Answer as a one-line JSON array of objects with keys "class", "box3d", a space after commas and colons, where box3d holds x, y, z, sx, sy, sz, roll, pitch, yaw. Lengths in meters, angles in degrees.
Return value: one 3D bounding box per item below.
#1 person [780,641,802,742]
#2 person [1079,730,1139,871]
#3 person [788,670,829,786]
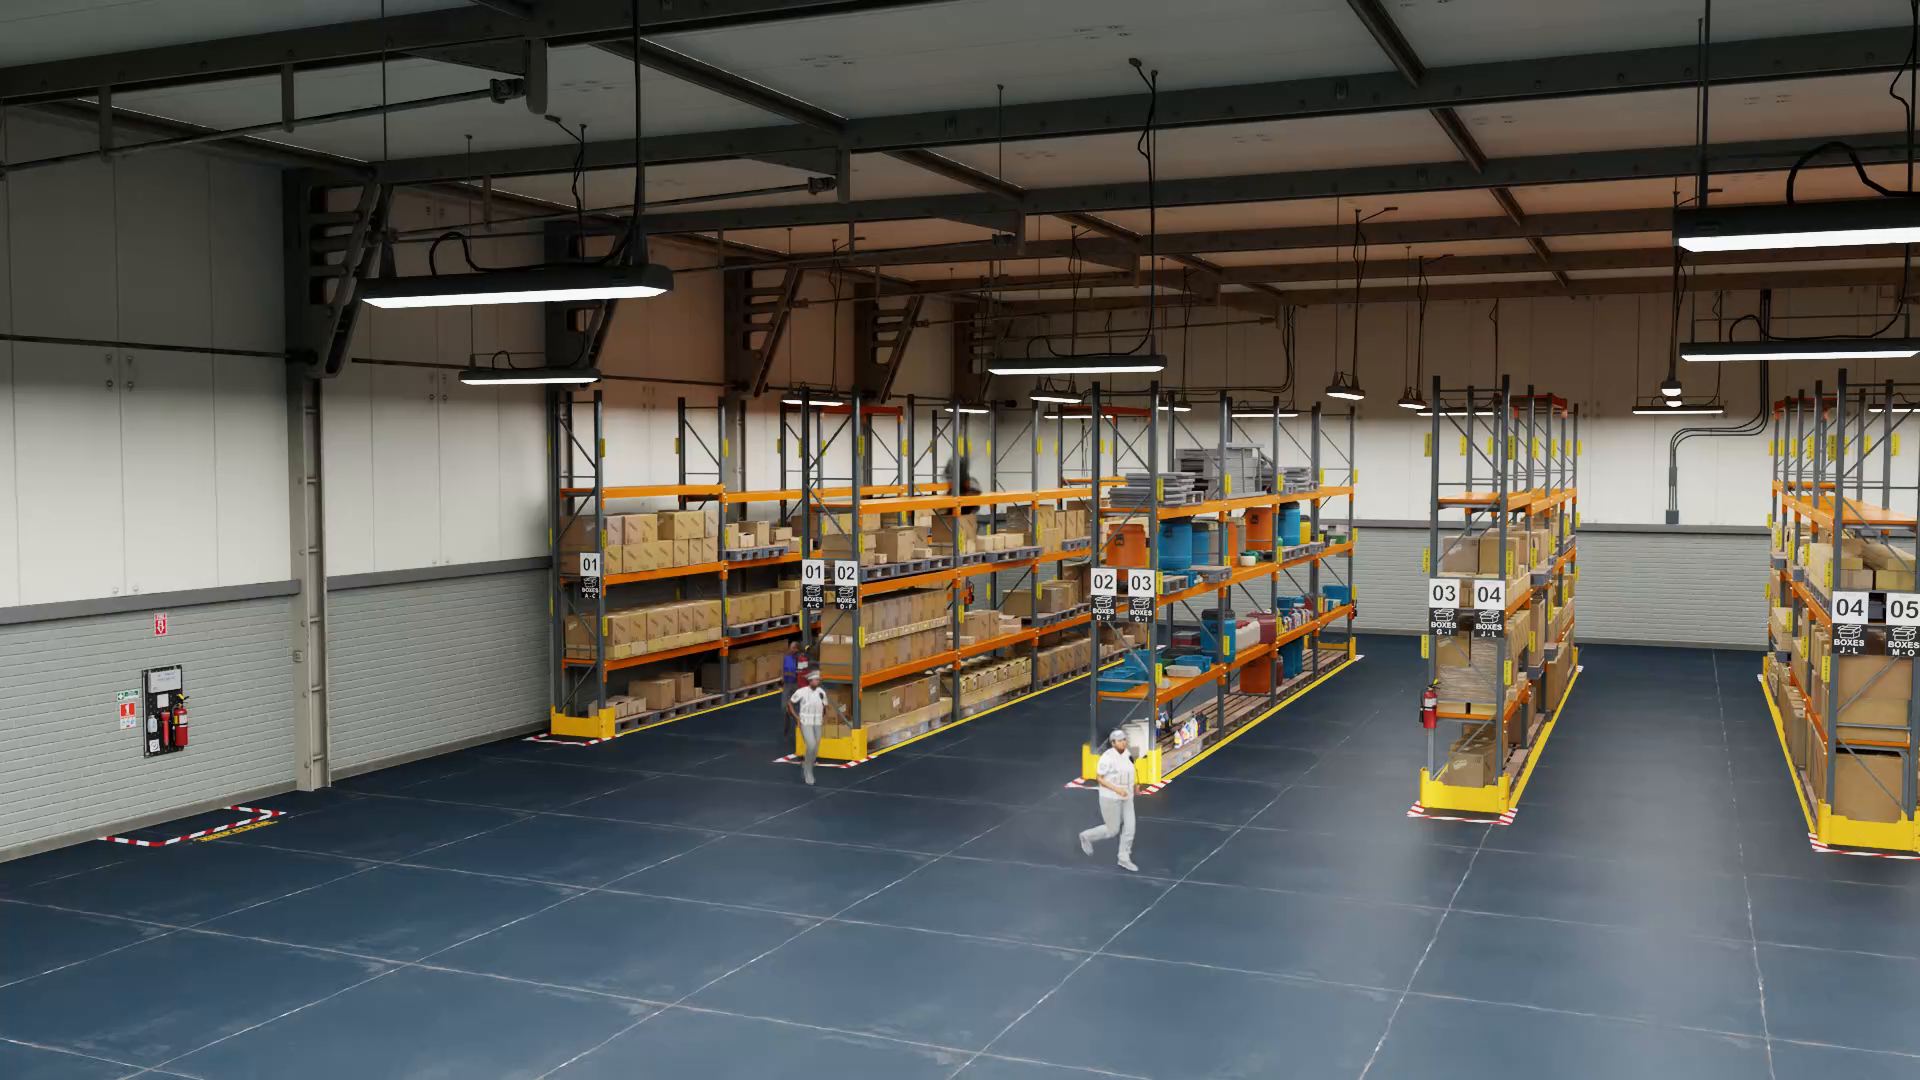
[{"class": "person", "box3d": [-2.857, 2.597, 28.598, 0.546, 1.719, 0.755, 1, 3, 15]}, {"class": "person", "box3d": [1.866, 3.095, 19.940, 0.613, 1.663, 0.712, -3, 4, -42]}, {"class": "person", "box3d": [-2.227, 2.797, 24.916, 0.585, 1.711, 0.662, -2, 4, -33]}]
